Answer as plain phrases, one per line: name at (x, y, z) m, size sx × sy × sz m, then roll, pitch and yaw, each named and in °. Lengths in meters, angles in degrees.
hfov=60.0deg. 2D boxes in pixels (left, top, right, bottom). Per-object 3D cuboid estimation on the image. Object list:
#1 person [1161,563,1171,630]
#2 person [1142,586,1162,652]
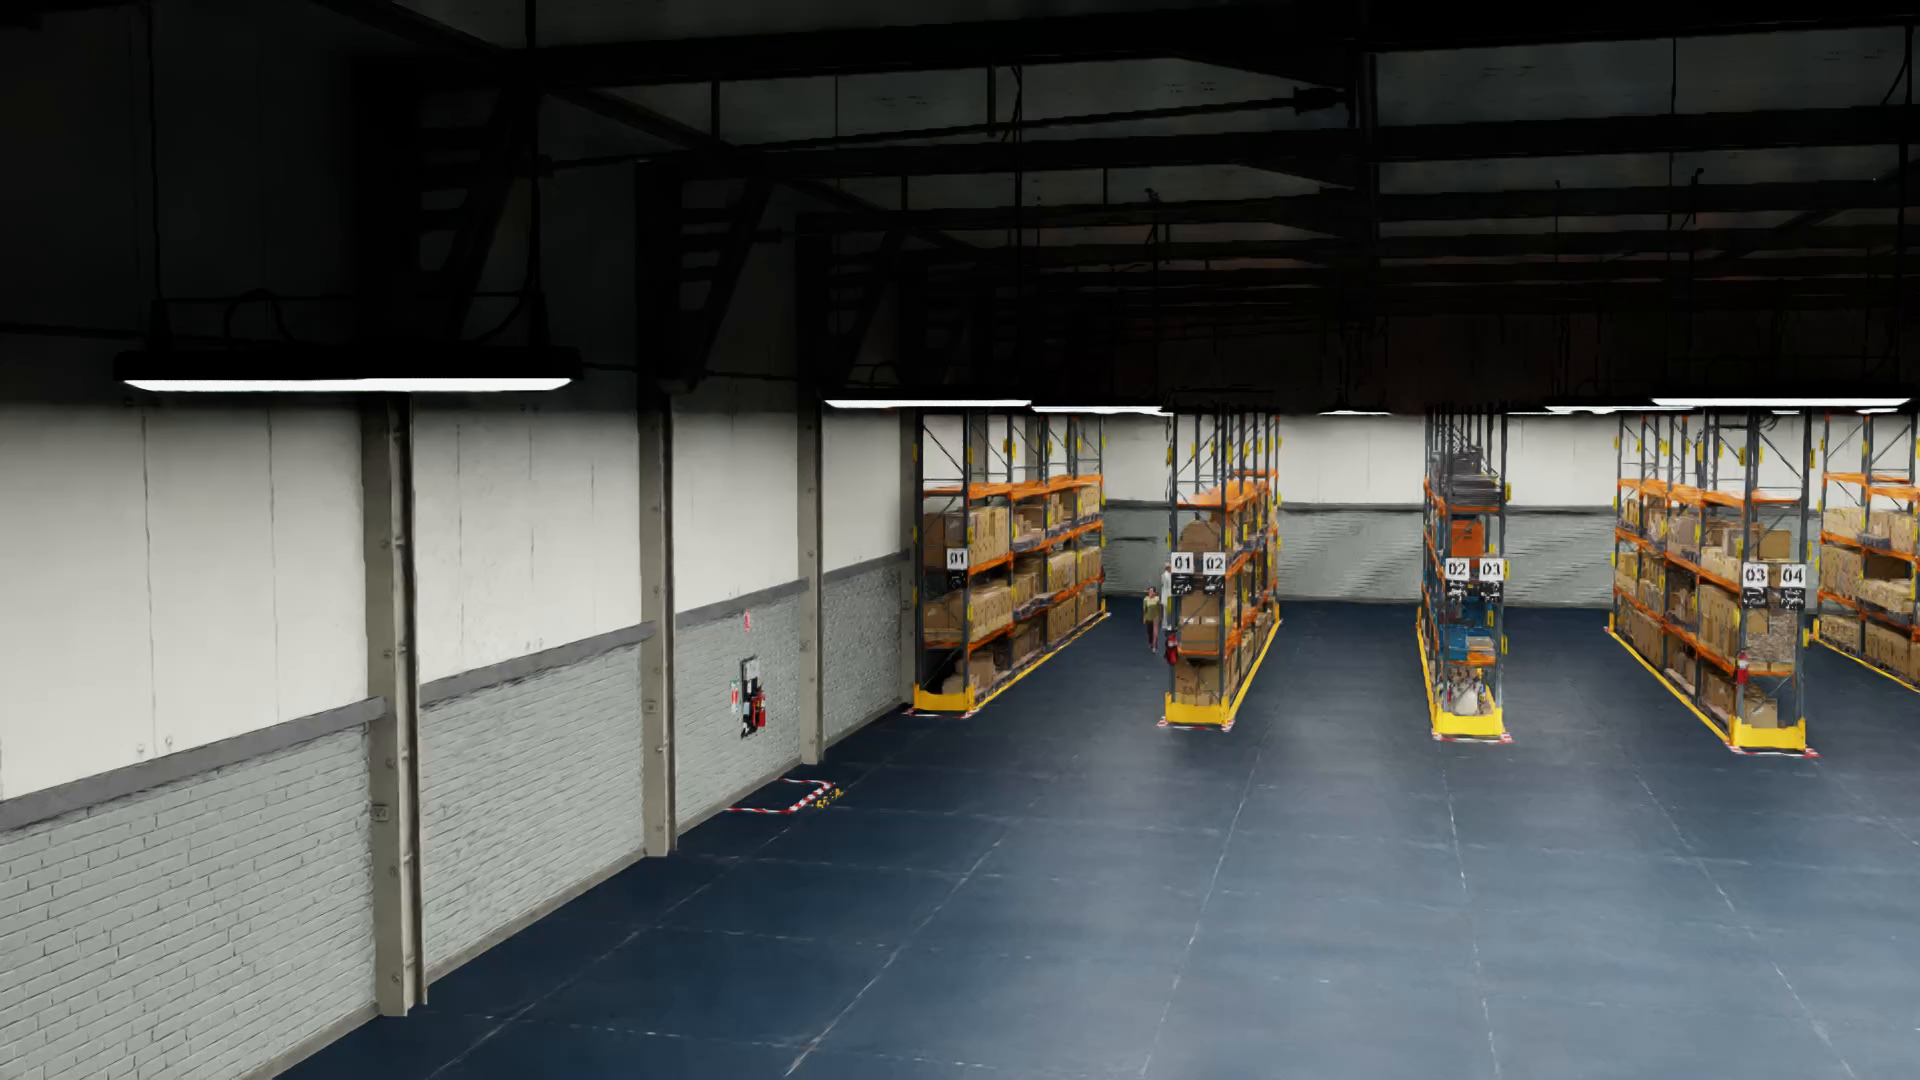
person at (5.631, 1.500, 44.835) m, size 0.448 × 1.784 × 0.678 m, roll -1°, pitch 4°, yaw -7°
person at (4.680, 1.909, 40.672) m, size 0.448 × 1.590 × 1.110 m, roll 1°, pitch 4°, yaw 16°
